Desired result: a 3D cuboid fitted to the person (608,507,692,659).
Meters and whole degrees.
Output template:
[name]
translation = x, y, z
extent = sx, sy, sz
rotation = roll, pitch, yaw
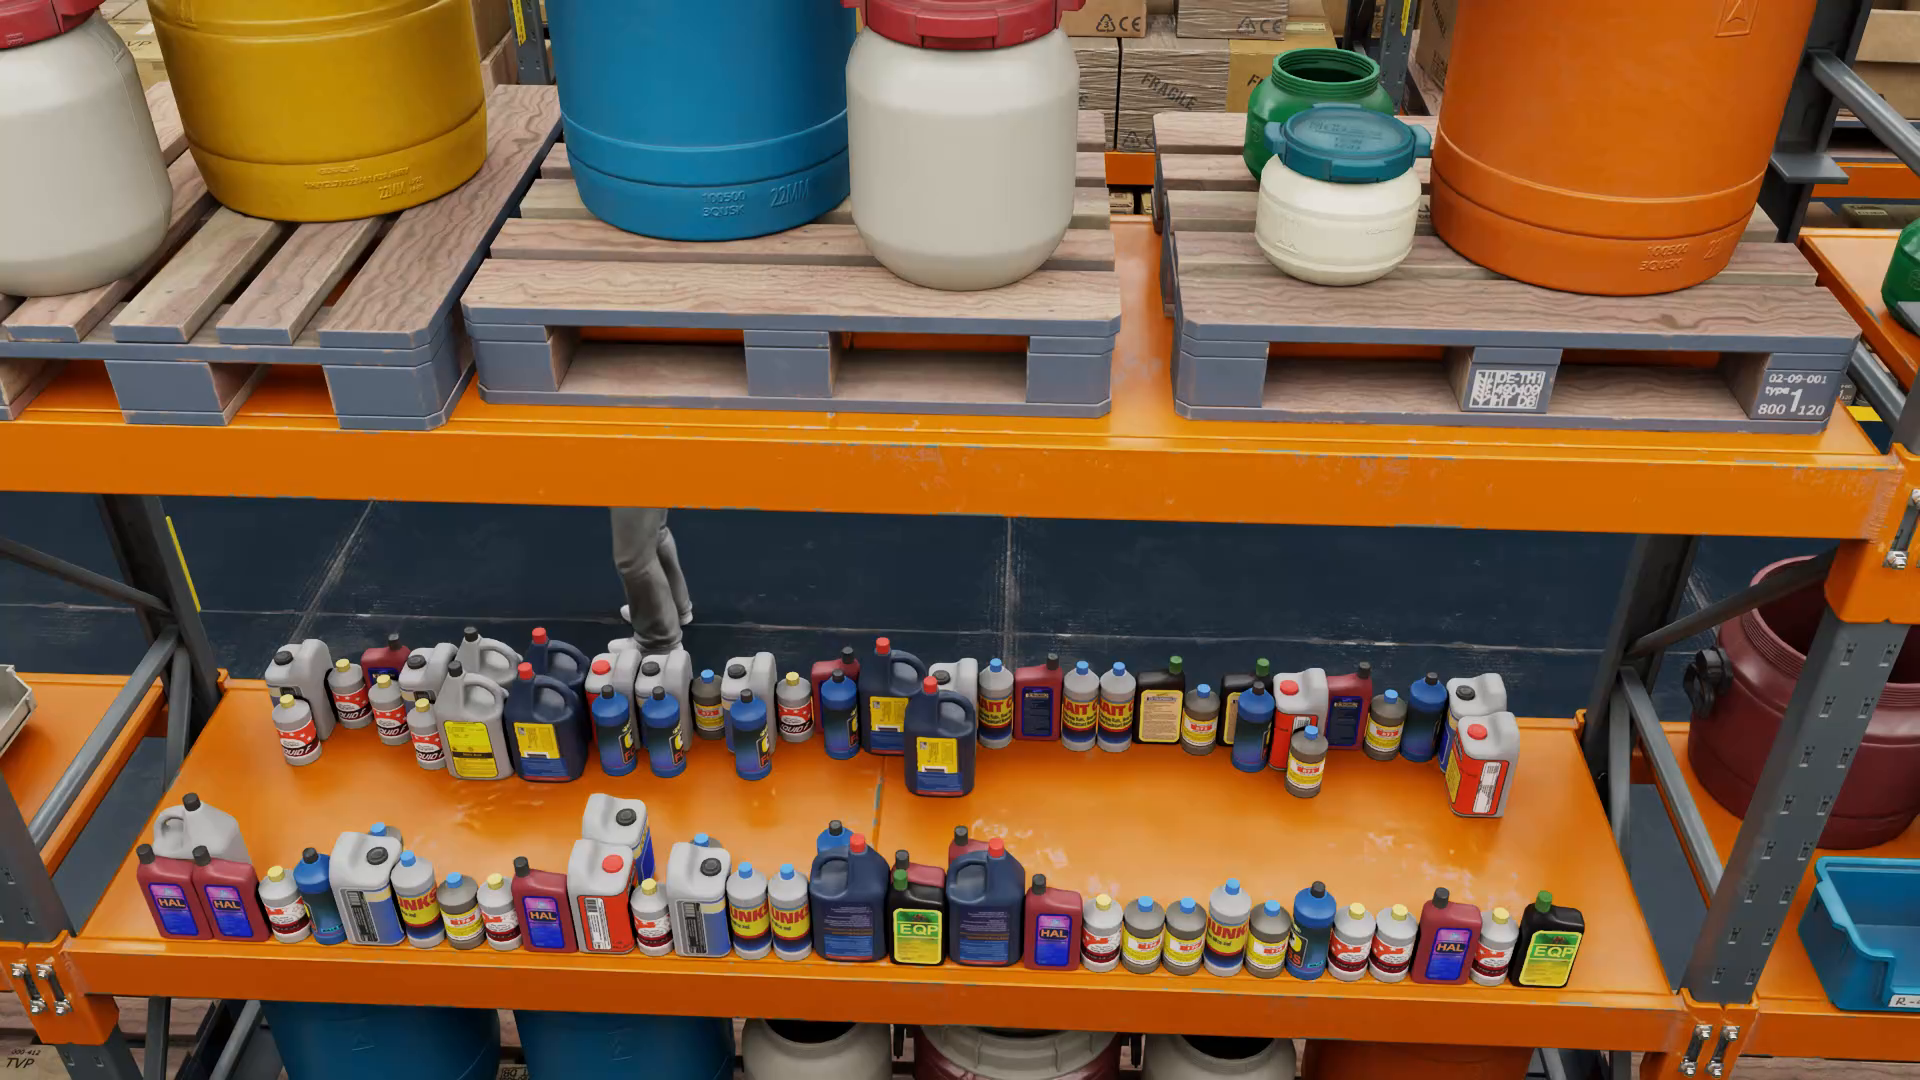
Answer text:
[person]
translation = -1.329, -0.267, 6.523
extent = 0.548, 1.667, 0.447
rotation = 1, 36, 2
